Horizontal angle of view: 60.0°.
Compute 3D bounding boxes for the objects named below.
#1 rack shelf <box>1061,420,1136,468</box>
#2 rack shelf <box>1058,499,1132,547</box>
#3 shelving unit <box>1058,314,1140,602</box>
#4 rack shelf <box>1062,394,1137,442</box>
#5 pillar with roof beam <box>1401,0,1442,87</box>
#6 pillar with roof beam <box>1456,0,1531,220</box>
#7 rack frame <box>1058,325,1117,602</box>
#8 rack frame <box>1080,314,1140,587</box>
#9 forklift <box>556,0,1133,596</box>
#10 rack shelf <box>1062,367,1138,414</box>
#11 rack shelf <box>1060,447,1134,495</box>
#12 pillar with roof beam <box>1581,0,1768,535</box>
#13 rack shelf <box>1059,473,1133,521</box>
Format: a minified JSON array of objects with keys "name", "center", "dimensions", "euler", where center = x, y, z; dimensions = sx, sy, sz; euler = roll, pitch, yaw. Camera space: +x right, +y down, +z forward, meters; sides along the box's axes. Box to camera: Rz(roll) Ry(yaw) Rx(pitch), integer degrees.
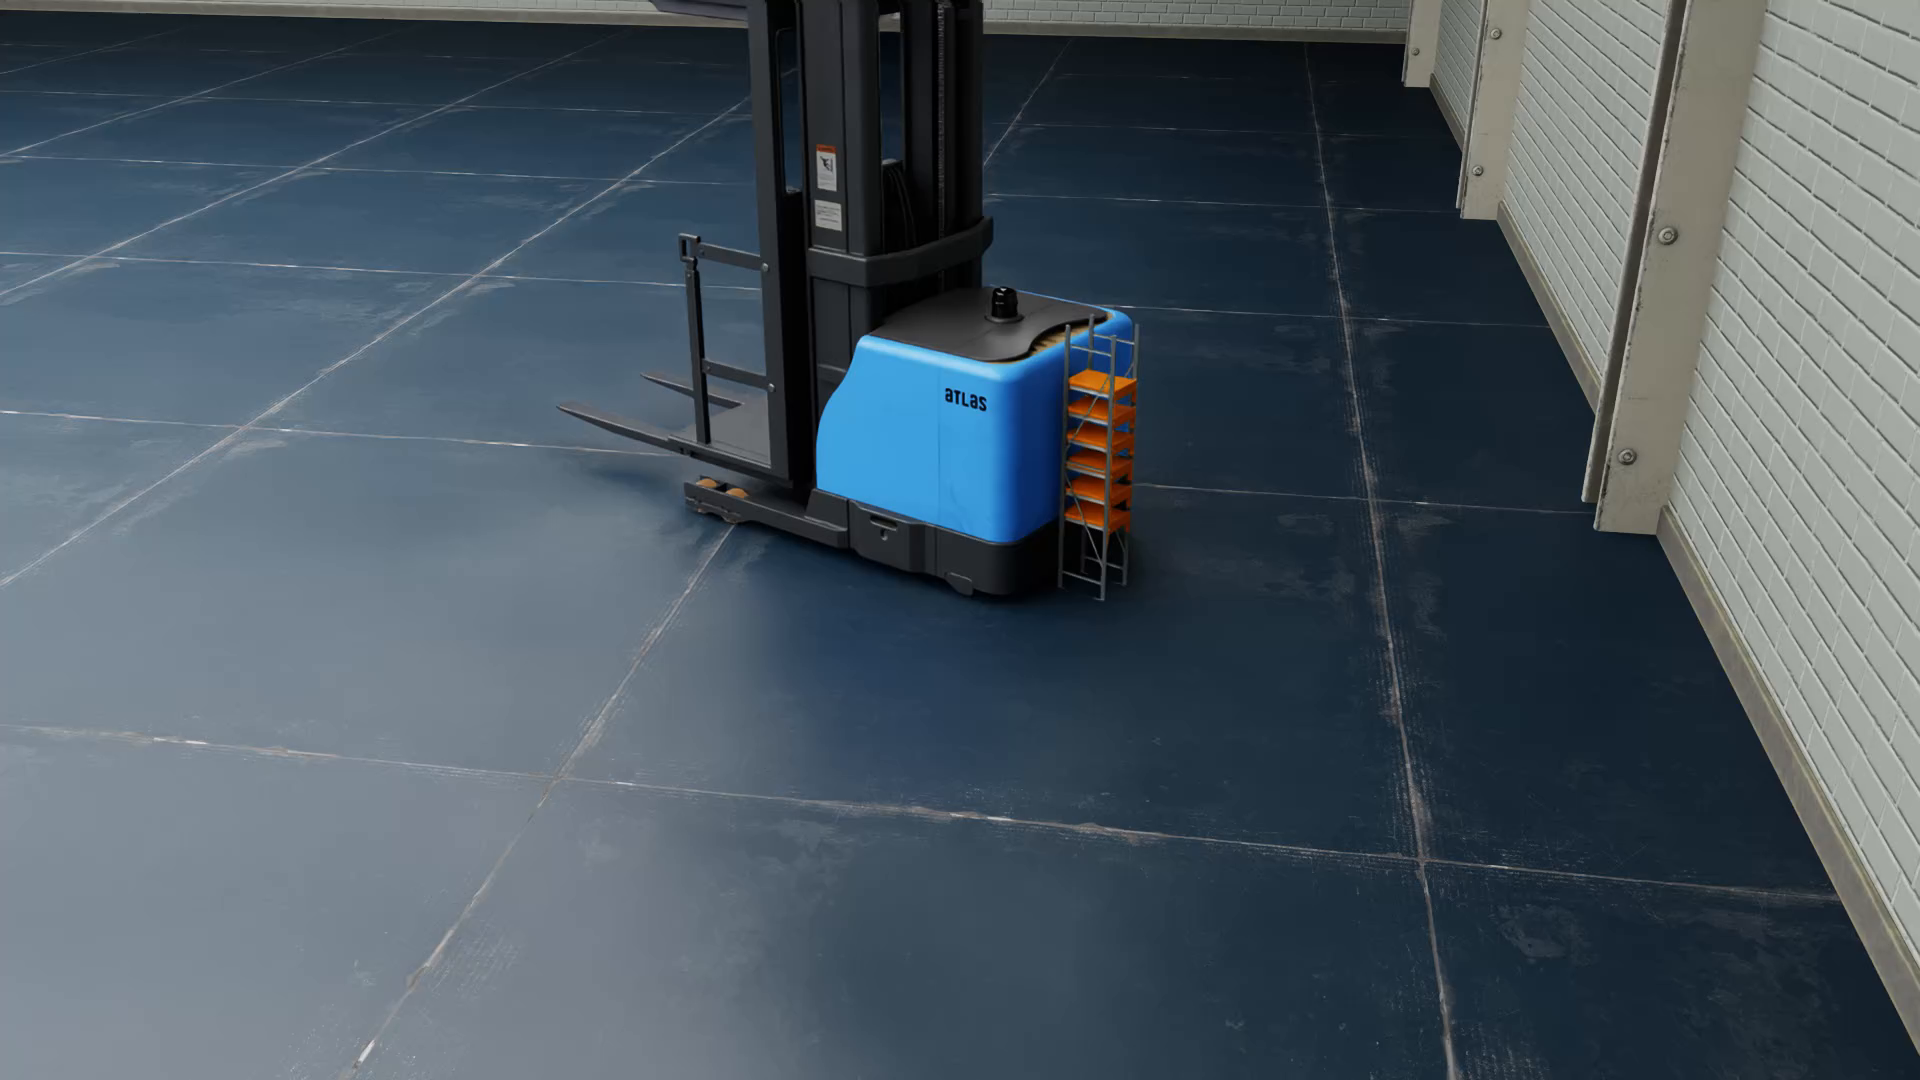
[{"name":"rack shelf","center":[0.583,-0.405,7.021],"dimensions":[0.258,0.103,0.180],"euler":[17,30,32]},{"name":"rack shelf","center":[0.582,-0.080,7.175],"dimensions":[0.258,0.103,0.180],"euler":[17,30,32]},{"name":"shelving unit","center":[0.583,-0.337,7.054],"dimensions":[0.258,1.200,0.189],"euler":[17,30,32]},{"name":"rack shelf","center":[0.583,-0.514,6.970],"dimensions":[0.258,0.103,0.180],"euler":[17,30,32]},{"name":"pillar with roof beam","center":[0.897,-9.509,17.450],"dimensions":[9.100,9.000,0.400],"euler":[4,25,9]},{"name":"pillar with roof beam","center":[-0.084,-7.000,12.089],"dimensions":[9.100,9.000,0.400],"euler":[4,25,9]},{"name":"rack frame","center":[0.528,-0.306,6.987],"dimensions":[0.240,1.200,0.006],"euler":[17,30,32]},{"name":"rack frame","center":[0.637,-0.368,7.120],"dimensions":[0.240,1.200,0.006],"euler":[17,30,32]},{"name":"forklift","center":[-0.708,-1.567,7.641],"dimensions":[3.031,2.935,1.130],"euler":[17,30,32]},{"name":"rack shelf","center":[0.583,-0.623,6.919],"dimensions":[0.258,0.103,0.180],"euler":[17,30,32]},{"name":"rack shelf","center":[0.583,-0.297,7.072],"dimensions":[0.258,0.103,0.180],"euler":[17,30,32]},{"name":"pillar with roof beam","center":[-1.065,-4.490,6.728],"dimensions":[9.100,9.000,0.400],"euler":[4,25,9]},{"name":"rack shelf","center":[0.582,-0.188,7.124],"dimensions":[0.258,0.103,0.180],"euler":[17,30,32]}]
